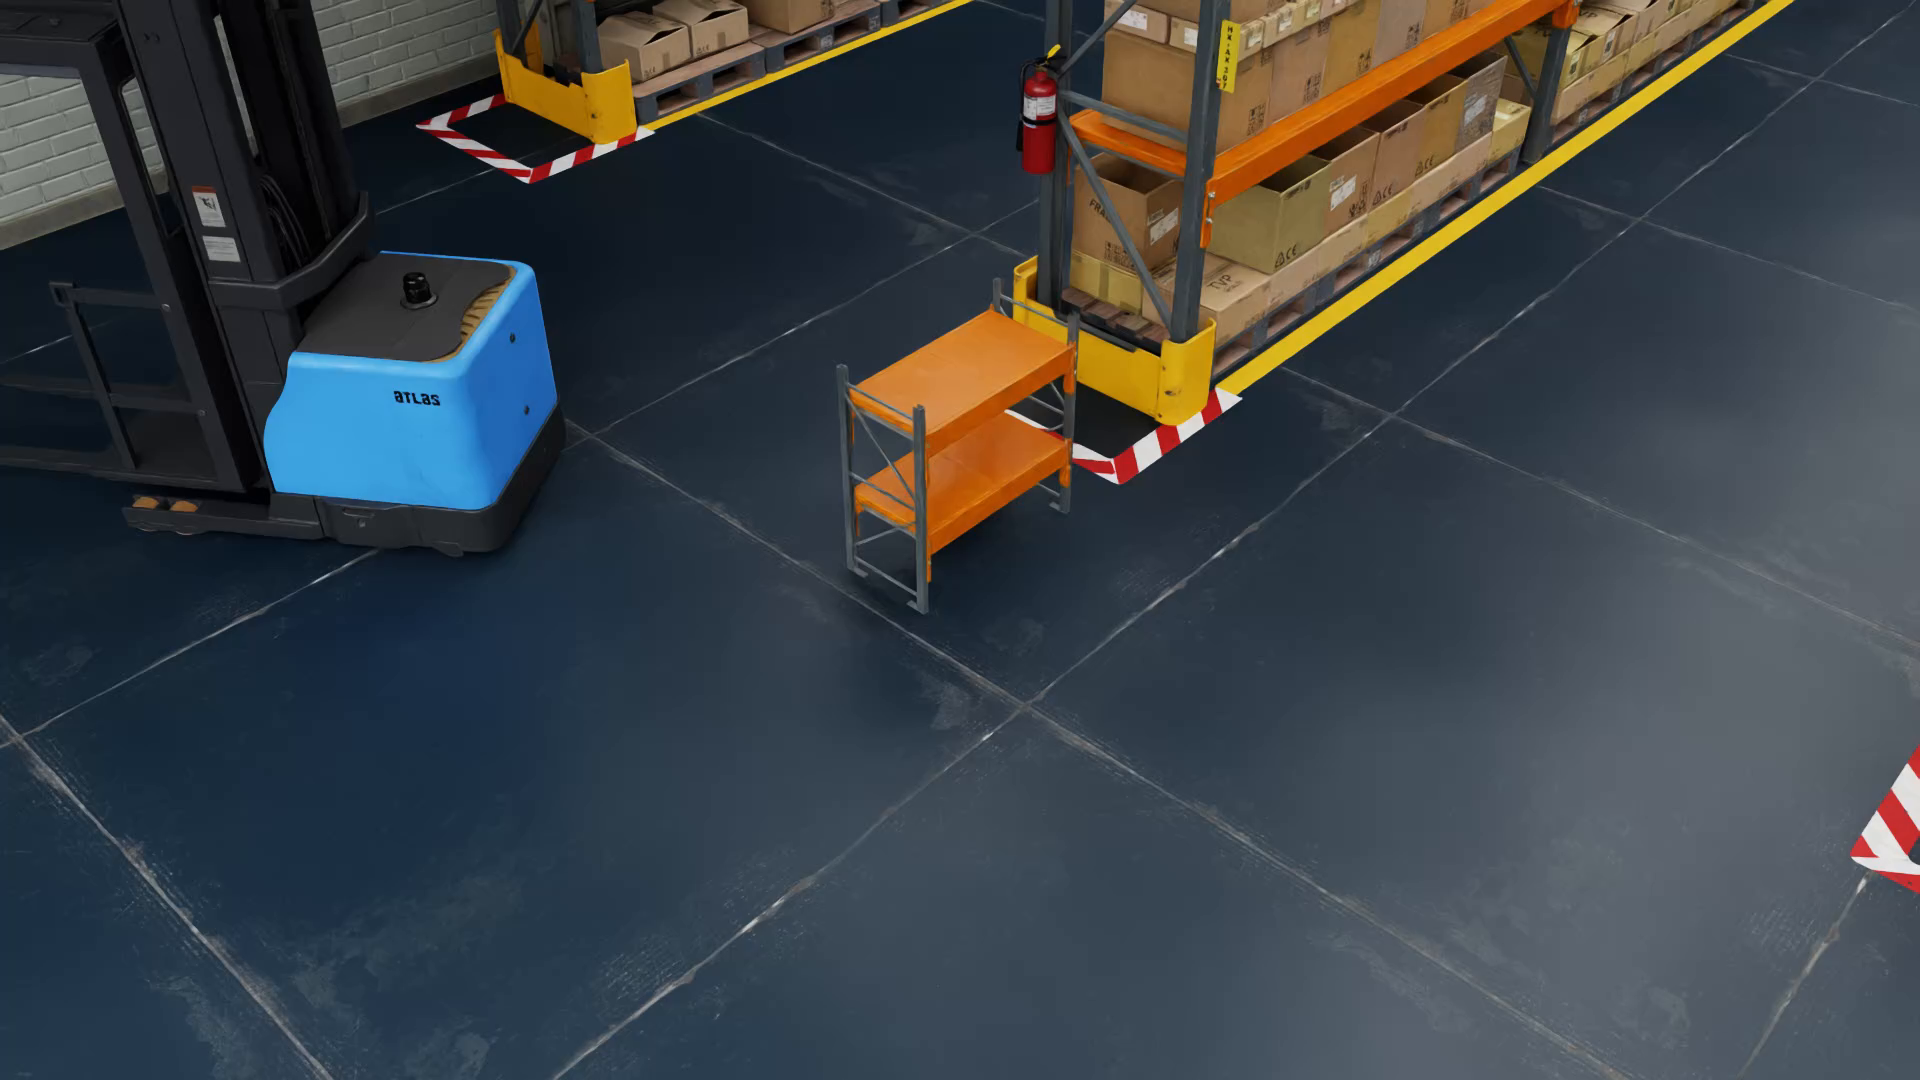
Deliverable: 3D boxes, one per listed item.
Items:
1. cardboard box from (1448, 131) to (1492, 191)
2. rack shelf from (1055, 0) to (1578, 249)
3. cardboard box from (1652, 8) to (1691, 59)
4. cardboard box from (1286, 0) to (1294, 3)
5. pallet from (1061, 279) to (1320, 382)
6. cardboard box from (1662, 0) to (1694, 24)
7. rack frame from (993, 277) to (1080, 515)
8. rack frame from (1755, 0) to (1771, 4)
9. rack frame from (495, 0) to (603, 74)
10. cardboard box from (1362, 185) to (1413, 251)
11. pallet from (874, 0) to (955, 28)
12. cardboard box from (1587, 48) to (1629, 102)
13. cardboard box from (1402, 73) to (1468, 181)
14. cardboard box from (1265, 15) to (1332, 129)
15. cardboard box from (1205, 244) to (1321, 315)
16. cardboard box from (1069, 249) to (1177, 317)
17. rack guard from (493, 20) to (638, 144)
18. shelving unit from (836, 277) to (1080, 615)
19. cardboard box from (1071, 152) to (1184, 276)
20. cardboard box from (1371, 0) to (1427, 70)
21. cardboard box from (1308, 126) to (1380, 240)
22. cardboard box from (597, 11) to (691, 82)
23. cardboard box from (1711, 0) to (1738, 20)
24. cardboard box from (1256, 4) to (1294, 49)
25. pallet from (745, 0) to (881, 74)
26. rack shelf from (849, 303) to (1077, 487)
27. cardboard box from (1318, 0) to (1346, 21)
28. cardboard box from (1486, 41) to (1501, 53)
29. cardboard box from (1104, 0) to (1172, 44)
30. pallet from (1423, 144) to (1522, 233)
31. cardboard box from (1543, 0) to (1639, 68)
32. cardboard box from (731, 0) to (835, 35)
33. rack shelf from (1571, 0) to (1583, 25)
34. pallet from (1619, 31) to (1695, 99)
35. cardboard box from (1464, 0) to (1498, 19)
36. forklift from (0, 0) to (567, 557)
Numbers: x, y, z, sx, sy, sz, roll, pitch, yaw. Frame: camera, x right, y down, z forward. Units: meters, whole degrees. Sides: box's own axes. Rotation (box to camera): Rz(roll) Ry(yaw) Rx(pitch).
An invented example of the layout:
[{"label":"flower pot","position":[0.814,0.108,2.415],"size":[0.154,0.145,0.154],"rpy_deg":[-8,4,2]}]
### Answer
[{"label":"cardboard box","position":[3.033,-2.490,10.627],"size":[0.500,0.250,0.500],"rpy_deg":[30,47,32]},{"label":"rack shelf","position":[2.180,-2.732,9.637],"size":[1.077,0.370,4.000],"rpy_deg":[30,47,32]},{"label":"cardboard box","position":[5.021,-3.809,12.285],"size":[0.500,0.250,0.500],"rpy_deg":[31,48,33]},{"label":"cardboard box","position":[1.541,-3.119,8.423],"size":[0.700,0.500,0.500],"rpy_deg":[28,46,31]},{"label":"pallet","position":[1.315,-1.372,9.590],"size":[1.003,0.211,1.213],"rpy_deg":[30,47,32]},{"label":"cardboard box","position":[5.028,-4.032,12.116],"size":[0.500,0.311,0.500],"rpy_deg":[31,48,33]},{"label":"rack frame","position":[0.348,-0.677,7.981],"size":[0.500,1.125,0.032],"rpy_deg":[30,47,32]},{"label":"rack frame","position":[6.227,-5.770,12.880],"size":[1.000,3.000,0.127],"rpy_deg":[30,47,32]},{"label":"rack frame","position":[-2.829,-4.173,10.872],"size":[1.000,3.000,0.127],"rpy_deg":[30,47,32]},{"label":"cardboard box","position":[2.369,-2.024,10.041],"size":[0.500,0.250,0.500],"rpy_deg":[30,47,32]},{"label":"pallet","position":[-0.557,-4.596,13.644],"size":[1.003,0.211,1.213],"rpy_deg":[30,47,32]},{"label":"cardboard box","position":[4.330,-3.336,11.691],"size":[0.500,0.250,0.500],"rpy_deg":[31,48,33]},{"label":"cardboard box","position":[2.697,-2.553,10.104],"size":[0.500,0.500,0.500],"rpy_deg":[30,47,32]},{"label":"cardboard box","position":[1.505,-2.586,8.796],"size":[0.700,0.500,0.500],"rpy_deg":[31,48,33]},{"label":"cardboard box","position":[1.691,-1.567,9.466],"size":[0.500,0.250,0.500],"rpy_deg":[30,47,32]},{"label":"cardboard box","position":[0.974,-1.553,9.449],"size":[0.500,0.250,0.500],"rpy_deg":[30,47,32]},{"label":"rack guard","position":[-2.778,-3.230,11.694],"size":[1.175,0.500,0.348],"rpy_deg":[30,47,32]},{"label":"shelving unit","position":[0.005,-0.443,7.687],"size":[0.538,1.125,1.048],"rpy_deg":[30,47,32]},{"label":"cardboard box","position":[0.972,-1.848,9.217],"size":[0.500,0.500,0.500],"rpy_deg":[30,47,32]},{"label":"cardboard box","position":[2.197,-3.055,9.386],"size":[0.700,0.500,0.500],"rpy_deg":[31,48,33]},{"label":"cardboard box","position":[2.020,-2.095,9.528],"size":[0.500,0.500,0.500],"rpy_deg":[30,47,32]},{"label":"cardboard box","position":[-2.296,-3.573,11.924],"size":[0.500,0.311,0.500],"rpy_deg":[24,44,27]},{"label":"cardboard box","position":[5.707,-4.276,12.873],"size":[0.500,0.250,0.500],"rpy_deg":[29,47,31]},{"label":"cardboard box","position":[1.430,-2.600,8.292],"size":[0.380,0.149,0.250],"rpy_deg":[28,46,31]},{"label":"pallet","position":[-1.380,-4.033,12.936],"size":[1.003,0.211,1.213],"rpy_deg":[30,47,32]},{"label":"rack shelf","position":[0.005,-0.672,7.505],"size":[0.538,0.278,1.000],"rpy_deg":[30,47,32]},{"label":"cardboard box","position":[1.771,-2.829,8.580],"size":[0.380,0.149,0.250],"rpy_deg":[29,47,31]},{"label":"cardboard box","position":[3.590,-3.547,11.505],"size":[0.500,0.311,0.500],"rpy_deg":[30,47,32]},{"label":"cardboard box","position":[0.947,-2.643,8.346],"size":[0.380,0.149,0.250],"rpy_deg":[29,47,31]},{"label":"pallet","position":[2.961,-2.493,11.000],"size":[1.003,0.211,1.213],"rpy_deg":[30,47,32]},{"label":"cardboard box","position":[4.333,-3.553,11.513],"size":[0.500,0.311,0.500],"rpy_deg":[29,47,31]},{"label":"cardboard box","position":[-1.379,-4.225,12.592],"size":[0.700,0.500,0.500],"rpy_deg":[27,46,29]},{"label":"rack shelf","position":[4.878,-4.570,11.948],"size":[1.077,0.370,4.000],"rpy_deg":[30,47,32]},{"label":"pallet","position":[4.820,-3.759,12.591],"size":[1.003,0.211,1.213],"rpy_deg":[30,47,32]},{"label":"cardboard box","position":[2.883,-3.520,9.970],"size":[0.700,0.500,0.500],"rpy_deg":[29,47,31]},{"label":"forklift","position":[-3.589,-1.489,7.551],"size":[3.031,2.935,1.130],"rpy_deg":[5,39,7]}]
